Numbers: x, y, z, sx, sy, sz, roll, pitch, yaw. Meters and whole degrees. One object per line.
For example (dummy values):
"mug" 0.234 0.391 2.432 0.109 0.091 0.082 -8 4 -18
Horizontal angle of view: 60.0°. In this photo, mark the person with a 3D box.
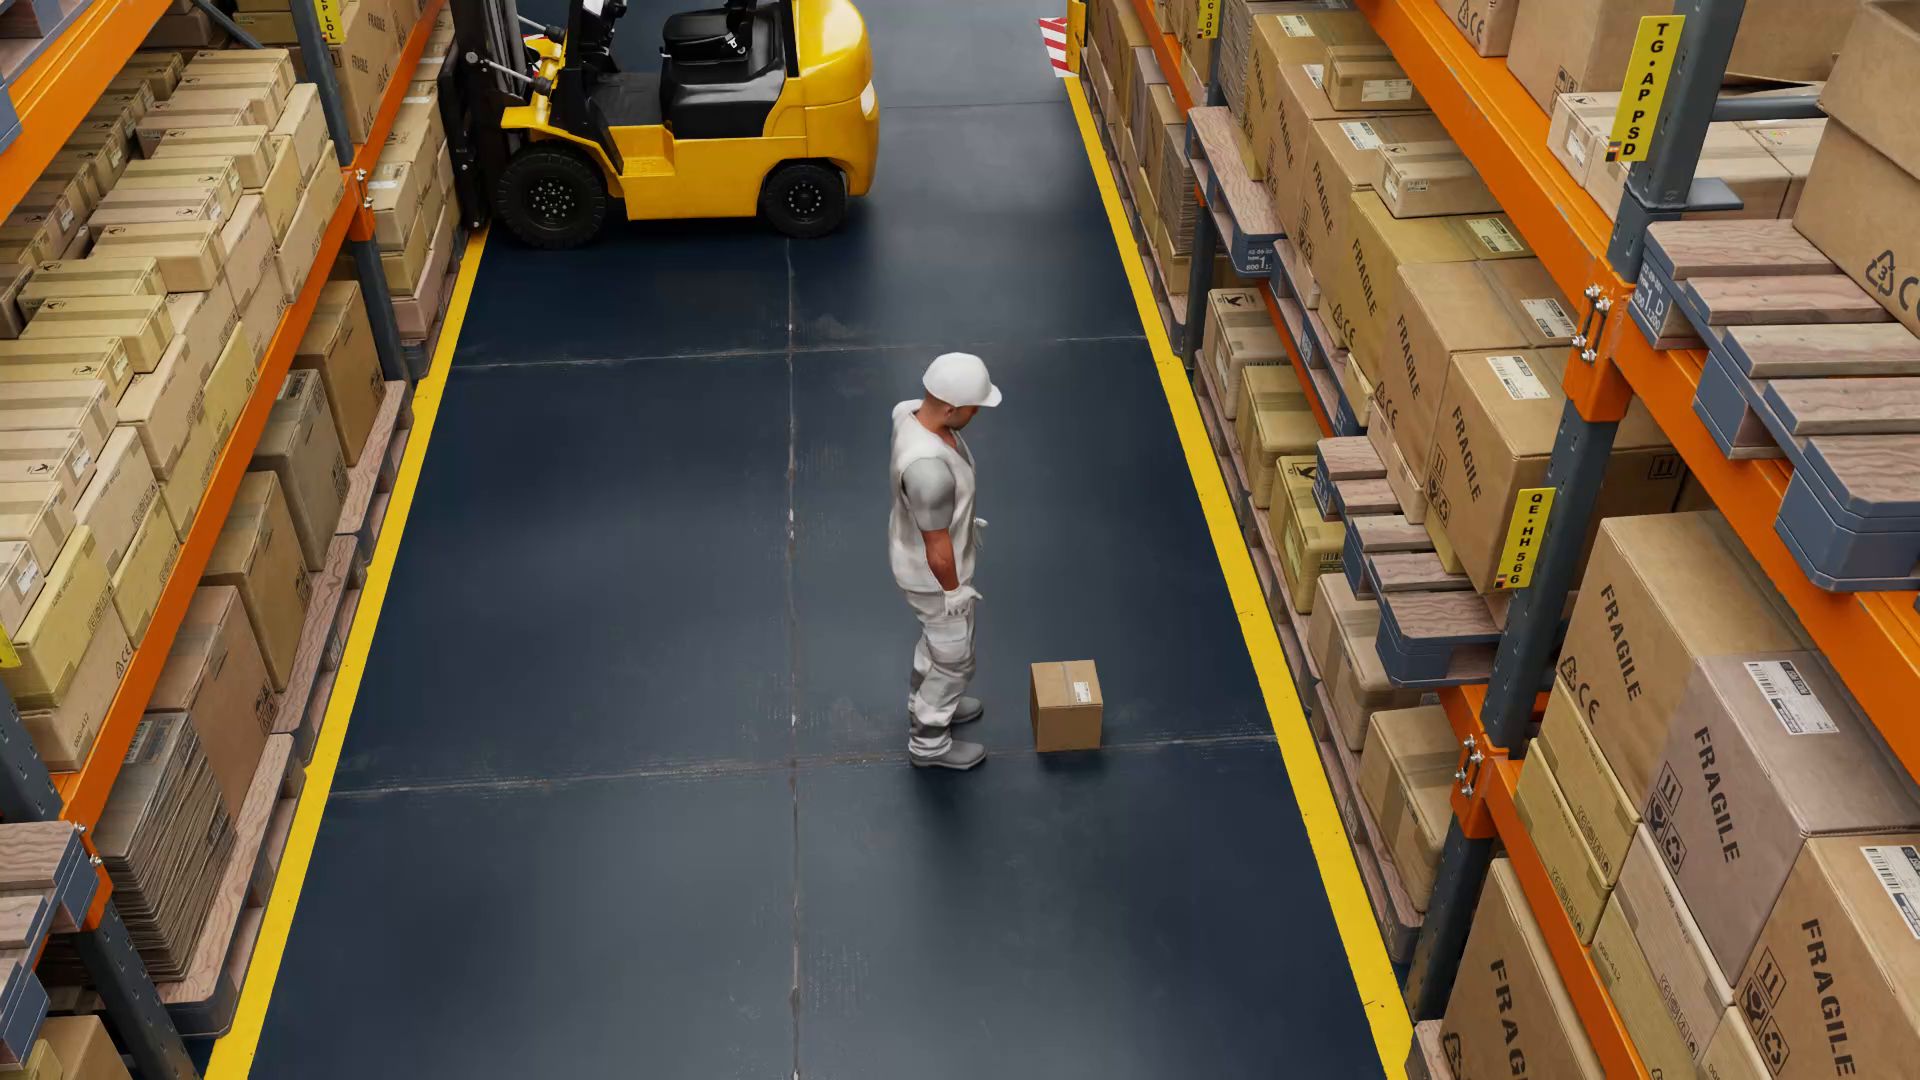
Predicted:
"person" -0.058 0.077 6.061 0.400 1.763 0.534 -2 39 -3
